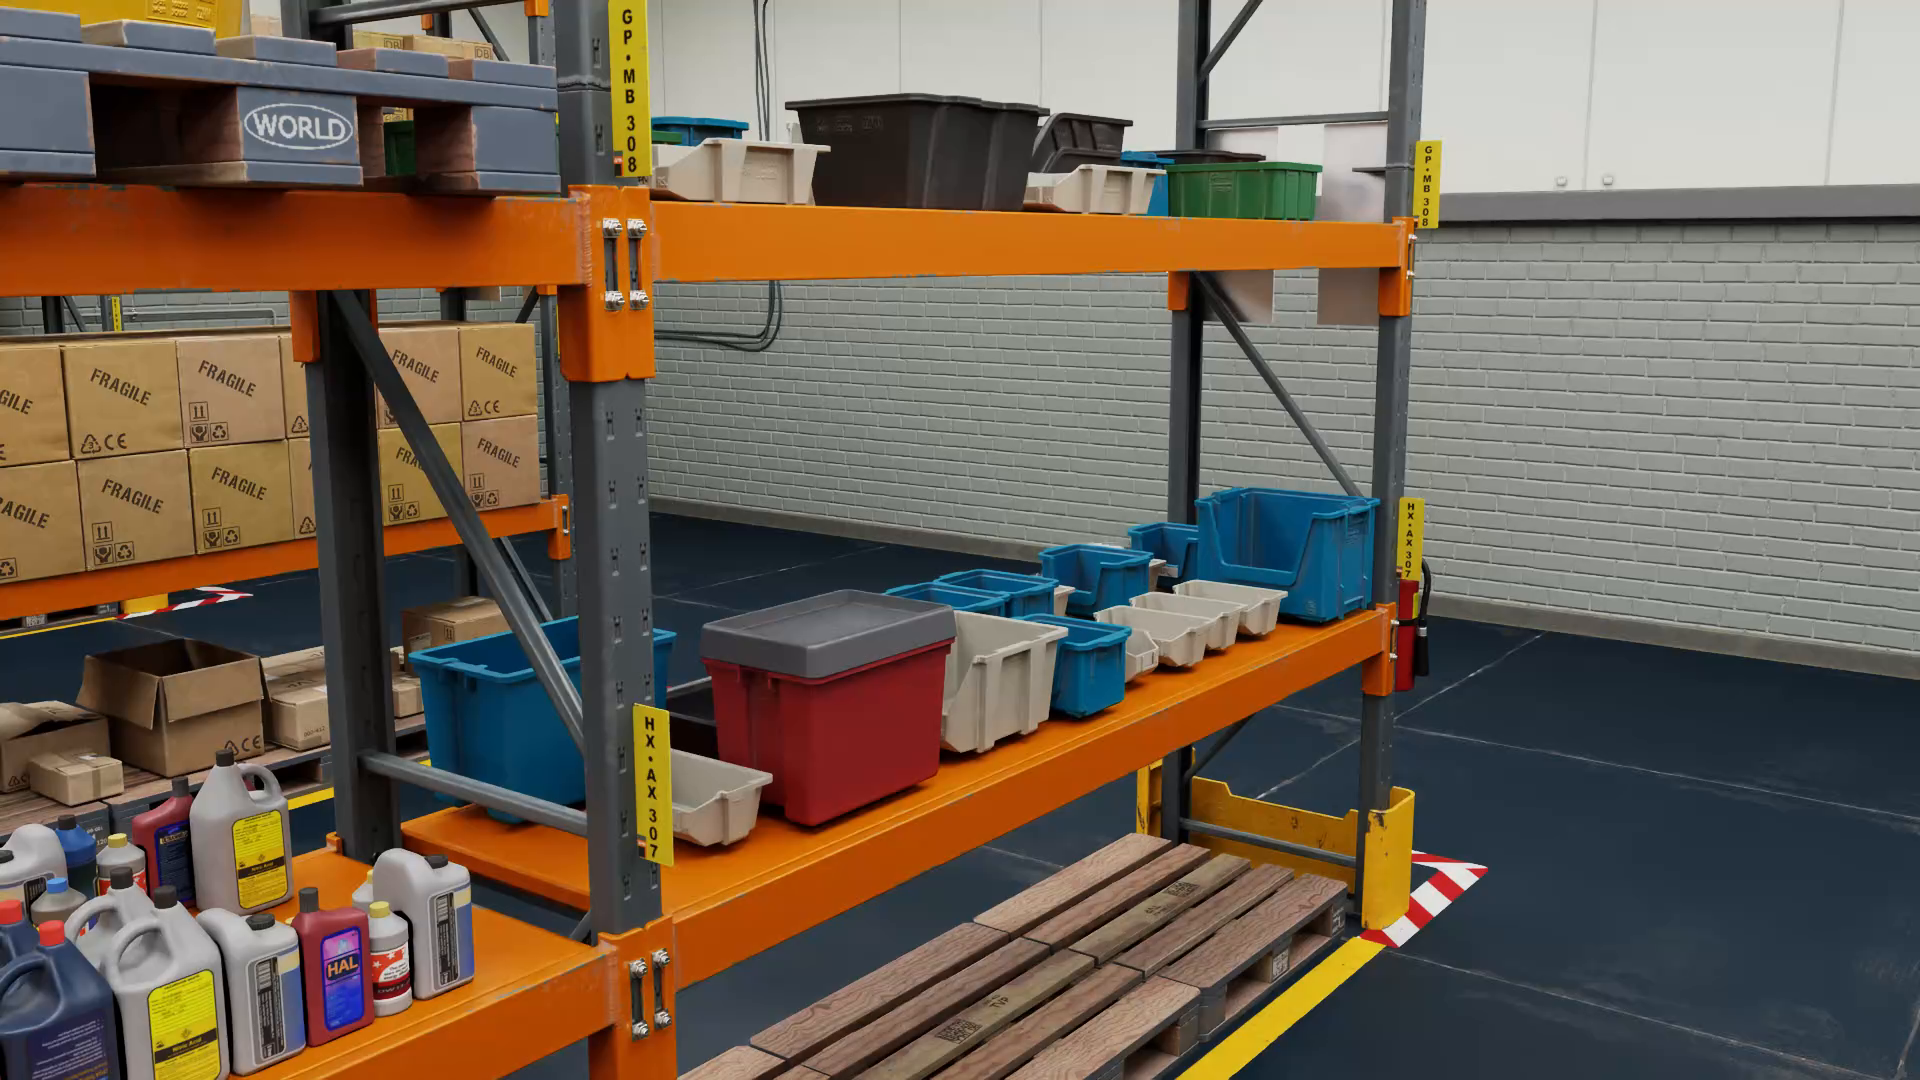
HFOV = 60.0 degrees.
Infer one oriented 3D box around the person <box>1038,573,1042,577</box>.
[{"bbox_3d":[0.931,0.469,11.071,0.883,0.798,0.506,7,12,35],"label":"person"}]
